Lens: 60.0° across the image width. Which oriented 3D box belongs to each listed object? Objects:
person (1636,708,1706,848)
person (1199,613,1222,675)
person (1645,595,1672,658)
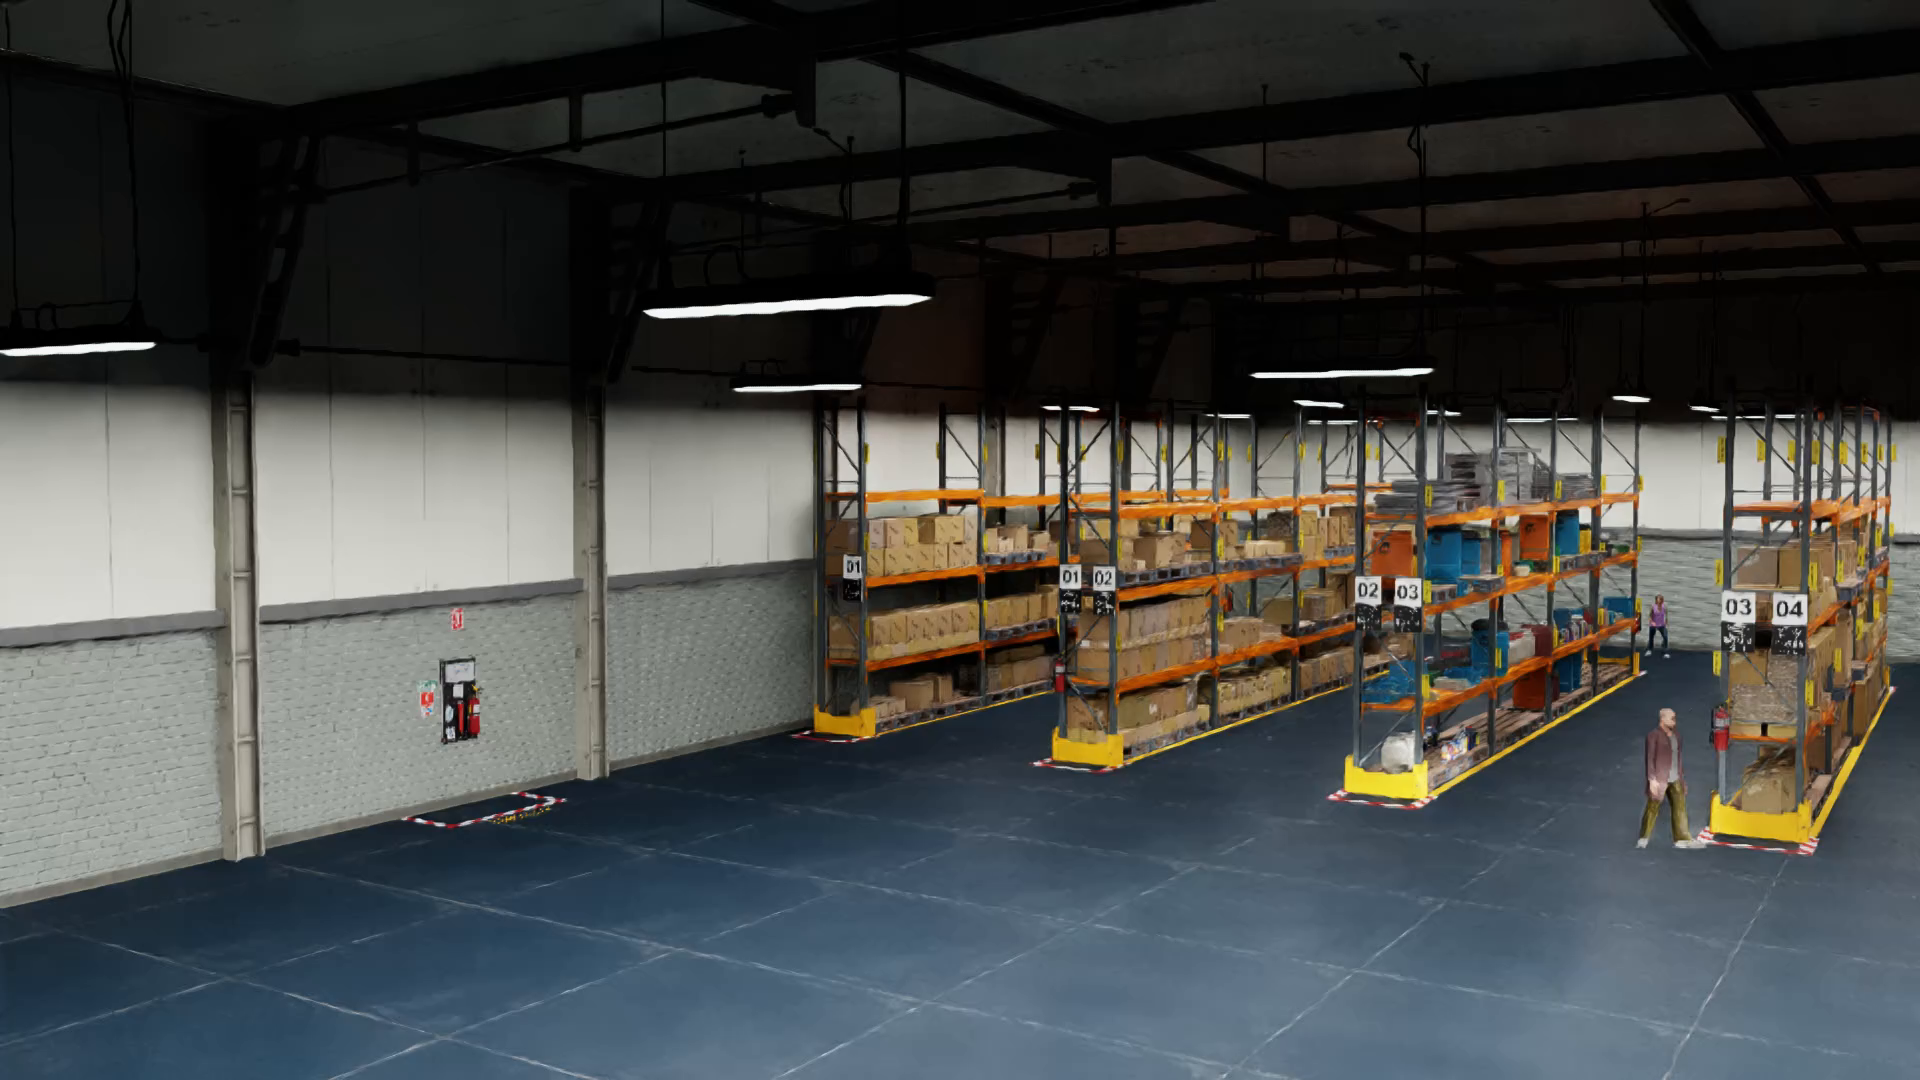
[{"bbox_3d":[8.927,2.997,20.975,0.771,1.770,0.577,-1,3,-21],"label":"person"},{"bbox_3d":[5.343,2.331,35.370,0.488,1.590,1.089,2,3,30],"label":"person"},{"bbox_3d":[17.099,2.088,40.742,0.561,1.525,0.788,1,3,15],"label":"person"}]
